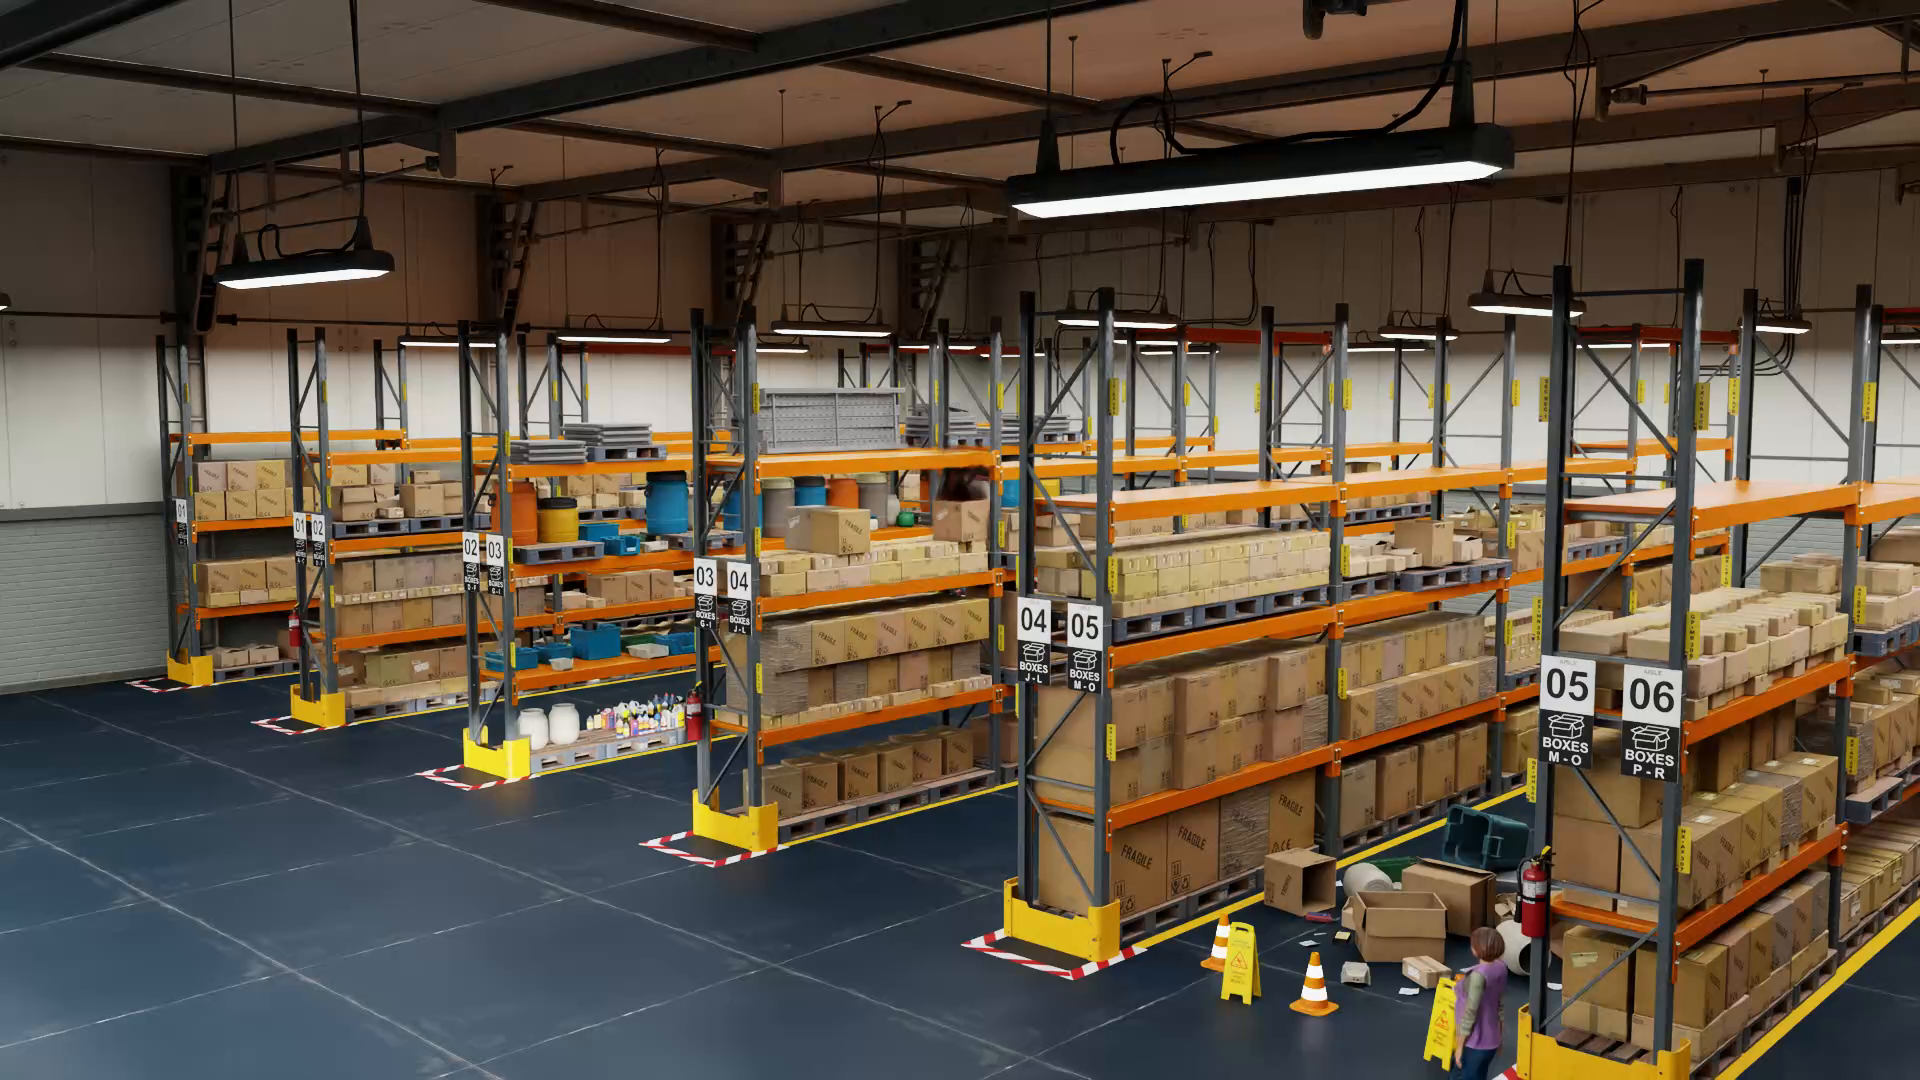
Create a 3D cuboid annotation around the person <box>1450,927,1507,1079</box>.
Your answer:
[{"bbox_3d":[3.489,3.342,11.041,0.762,1.575,0.407,2,6,23],"label":"person"}]
